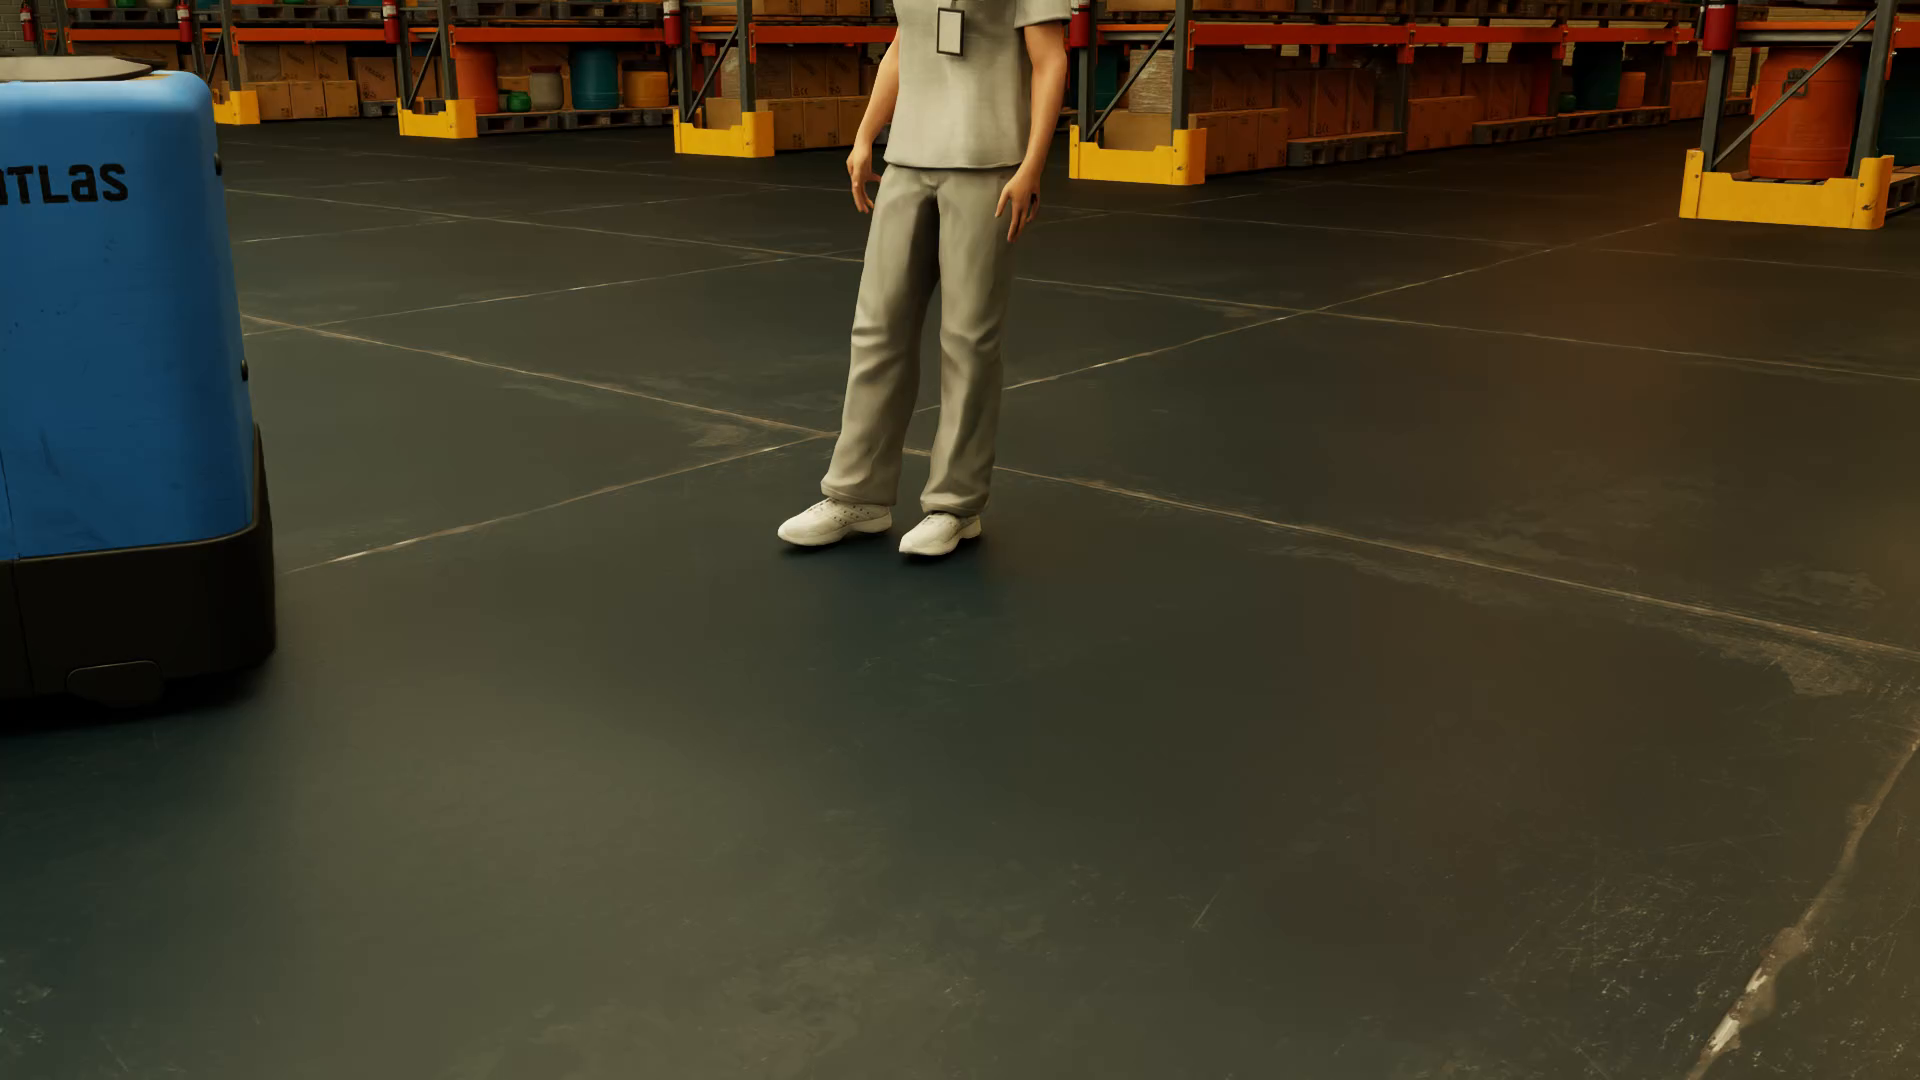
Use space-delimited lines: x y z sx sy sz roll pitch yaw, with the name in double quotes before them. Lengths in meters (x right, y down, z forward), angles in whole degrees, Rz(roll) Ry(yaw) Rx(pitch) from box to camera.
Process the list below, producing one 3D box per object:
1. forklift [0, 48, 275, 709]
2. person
"forklift" -2.818 -1.086 2.472 3.031 2.935 1.130 -7 18 -21
"person" -0.057 -0.795 3.650 0.549 1.675 0.549 13 21 37
